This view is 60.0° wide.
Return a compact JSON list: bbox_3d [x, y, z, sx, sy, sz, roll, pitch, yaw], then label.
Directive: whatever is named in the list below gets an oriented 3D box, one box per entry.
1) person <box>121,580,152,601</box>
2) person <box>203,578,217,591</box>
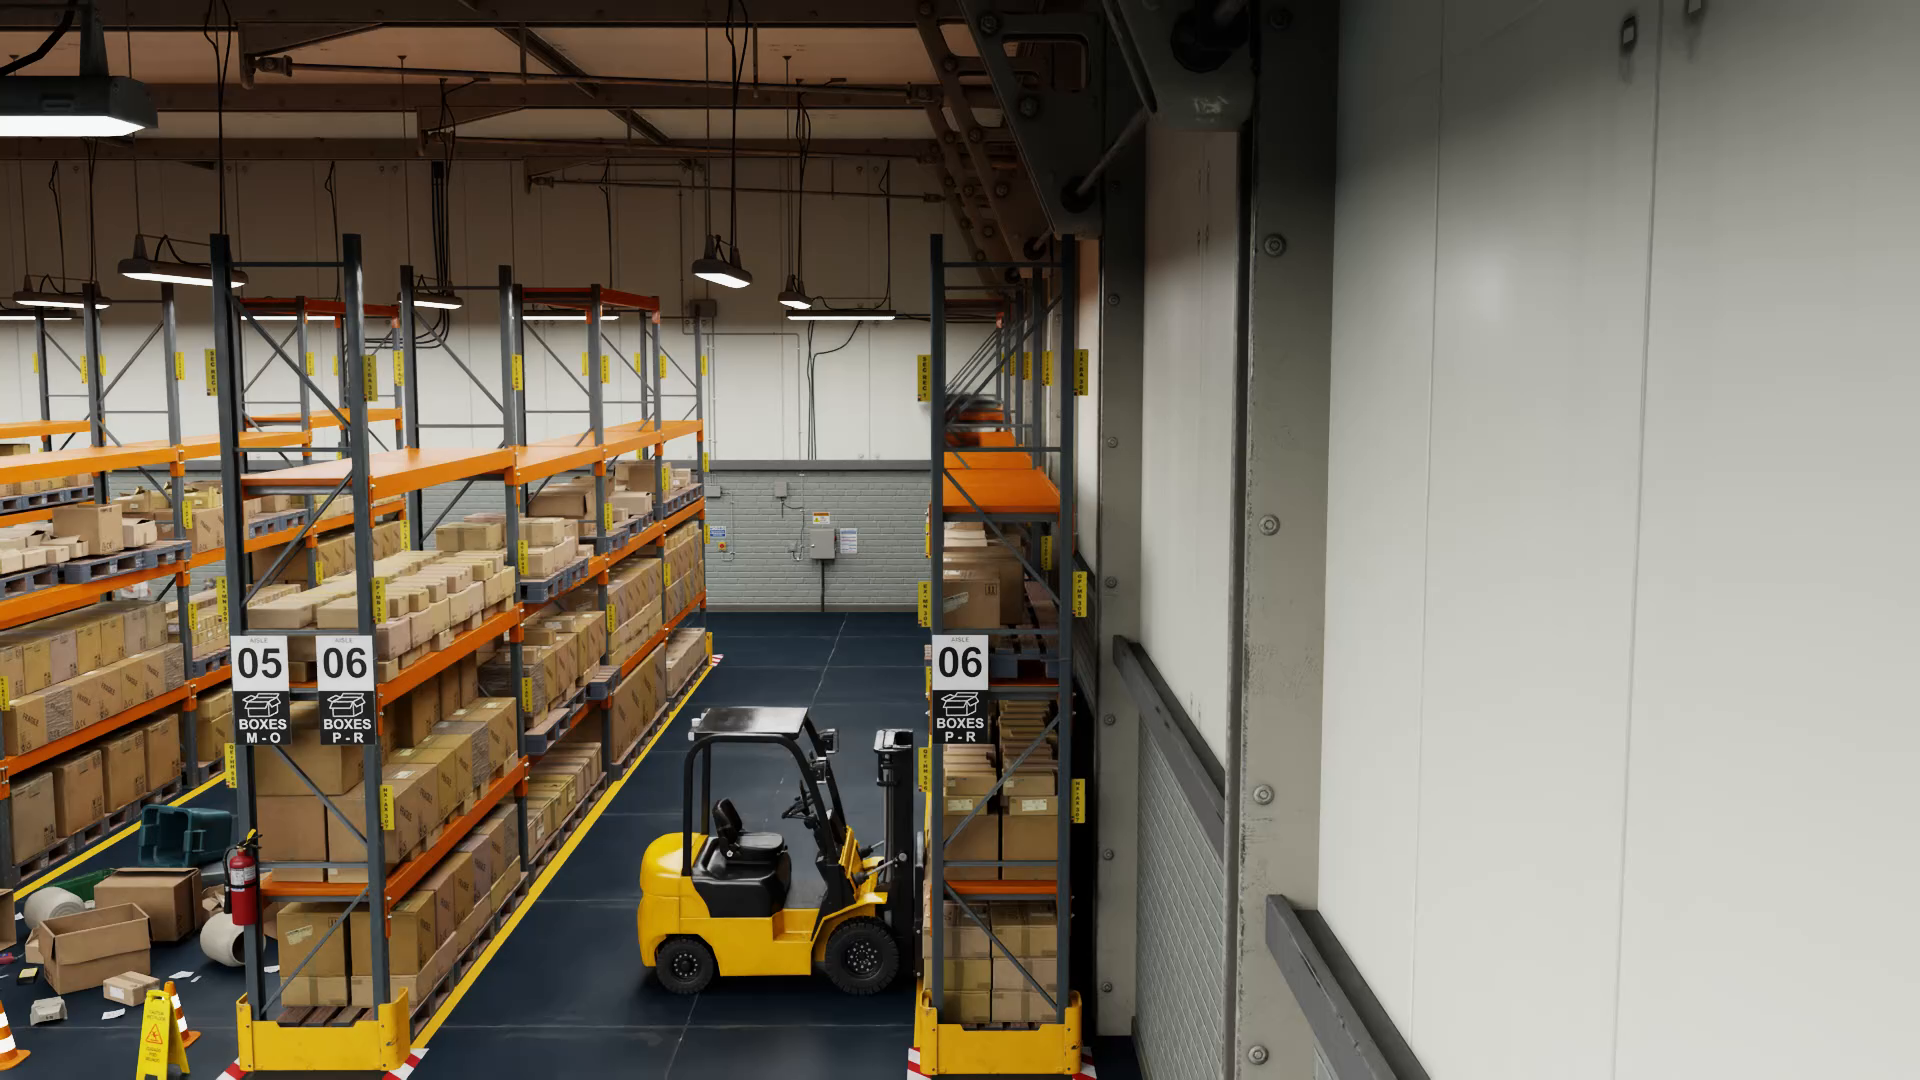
[{"bbox_3d":[-14.856,1.004,29.879,0.901,1.762,0.642,5,8,37],"label":"person"},{"bbox_3d":[-11.448,1.484,25.561,0.651,1.845,0.804,0,6,2],"label":"person"}]
